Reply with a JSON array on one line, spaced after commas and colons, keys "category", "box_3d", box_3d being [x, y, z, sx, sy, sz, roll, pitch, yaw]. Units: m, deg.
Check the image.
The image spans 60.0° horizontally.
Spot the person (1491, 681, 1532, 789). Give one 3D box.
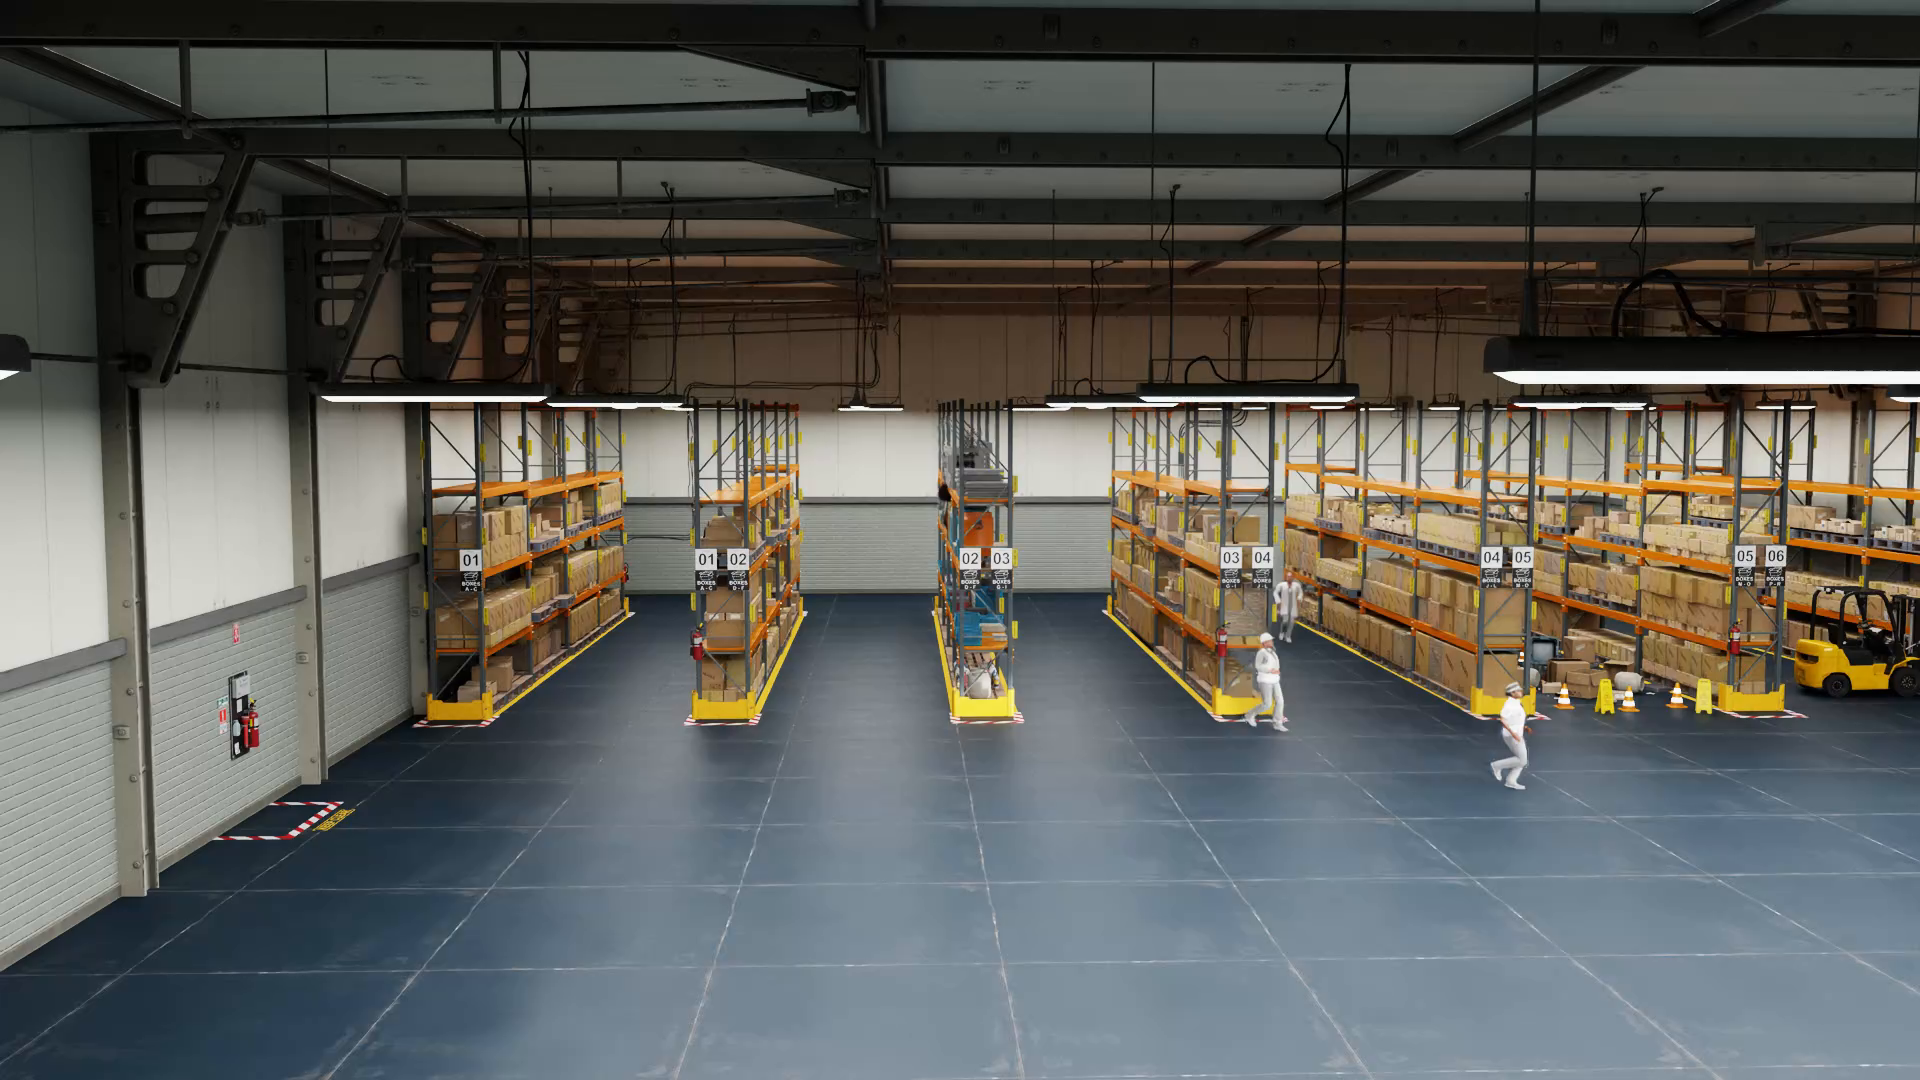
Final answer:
[{"category": "person", "box_3d": [8.434, 2.976, 25.403, 0.560, 1.660, 0.581, 2, 5, 27]}]

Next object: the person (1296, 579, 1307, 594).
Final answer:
[{"category": "person", "box_3d": [10.120, 1.194, 49.107, 0.571, 1.582, 0.626, 4, 6, 39]}]

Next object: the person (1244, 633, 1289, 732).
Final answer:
[{"category": "person", "box_3d": [5.548, 2.565, 30.021, 0.810, 1.781, 0.671, 4, 6, 39]}]

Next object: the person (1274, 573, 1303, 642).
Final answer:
[{"category": "person", "box_3d": [8.254, 1.690, 41.664, 0.723, 1.746, 0.629, 0, 4, -2]}]

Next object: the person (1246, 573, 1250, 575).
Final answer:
[{"category": "person", "box_3d": [8.089, 1.239, 47.918, 0.836, 1.690, 0.600, -4, 6, -44]}]
